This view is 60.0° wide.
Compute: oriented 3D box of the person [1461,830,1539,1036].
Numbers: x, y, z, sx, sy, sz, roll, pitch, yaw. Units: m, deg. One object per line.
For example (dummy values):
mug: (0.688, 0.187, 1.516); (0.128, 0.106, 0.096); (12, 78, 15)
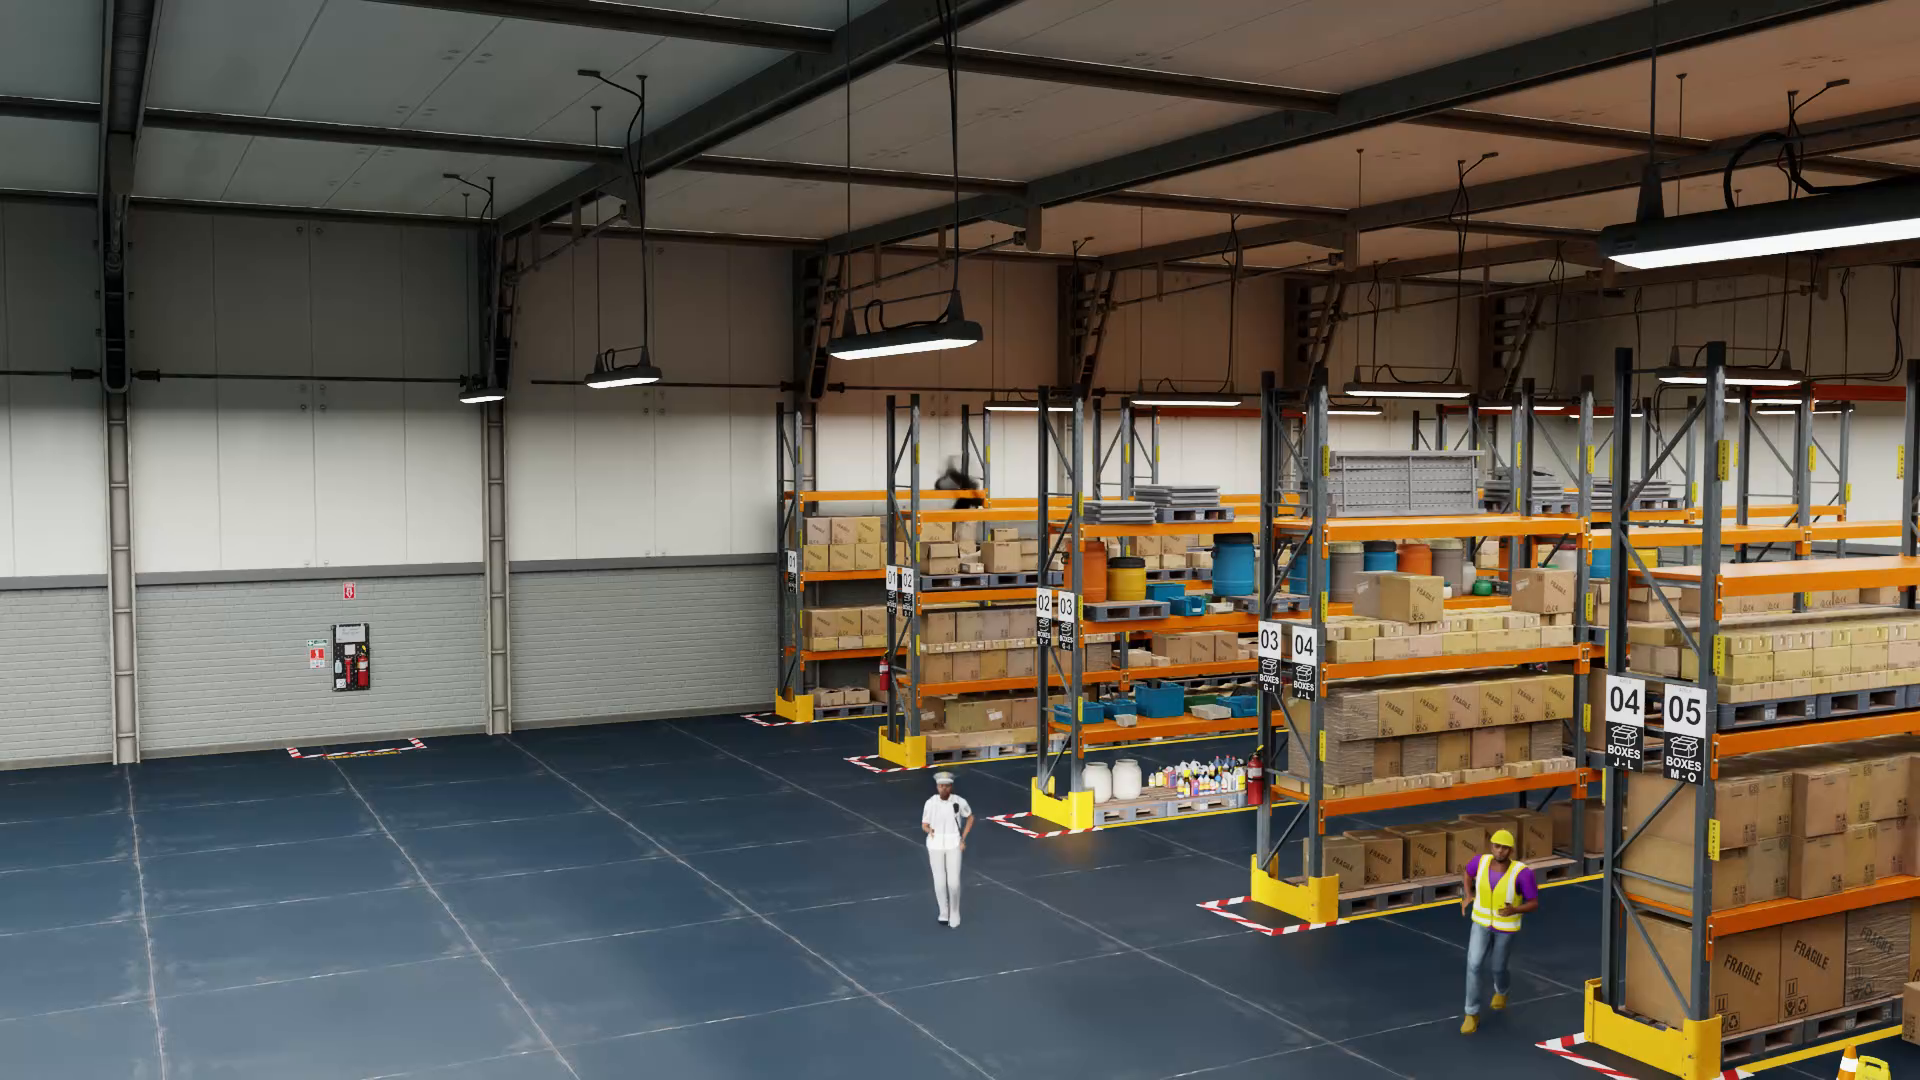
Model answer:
person: (4.799, 3.449, 14.839); (0.714, 1.775, 0.913); (2, 4, 32)

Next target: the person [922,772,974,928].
person: (-0.145, 3.321, 17.818); (0.542, 1.686, 0.672); (0, 3, 6)
